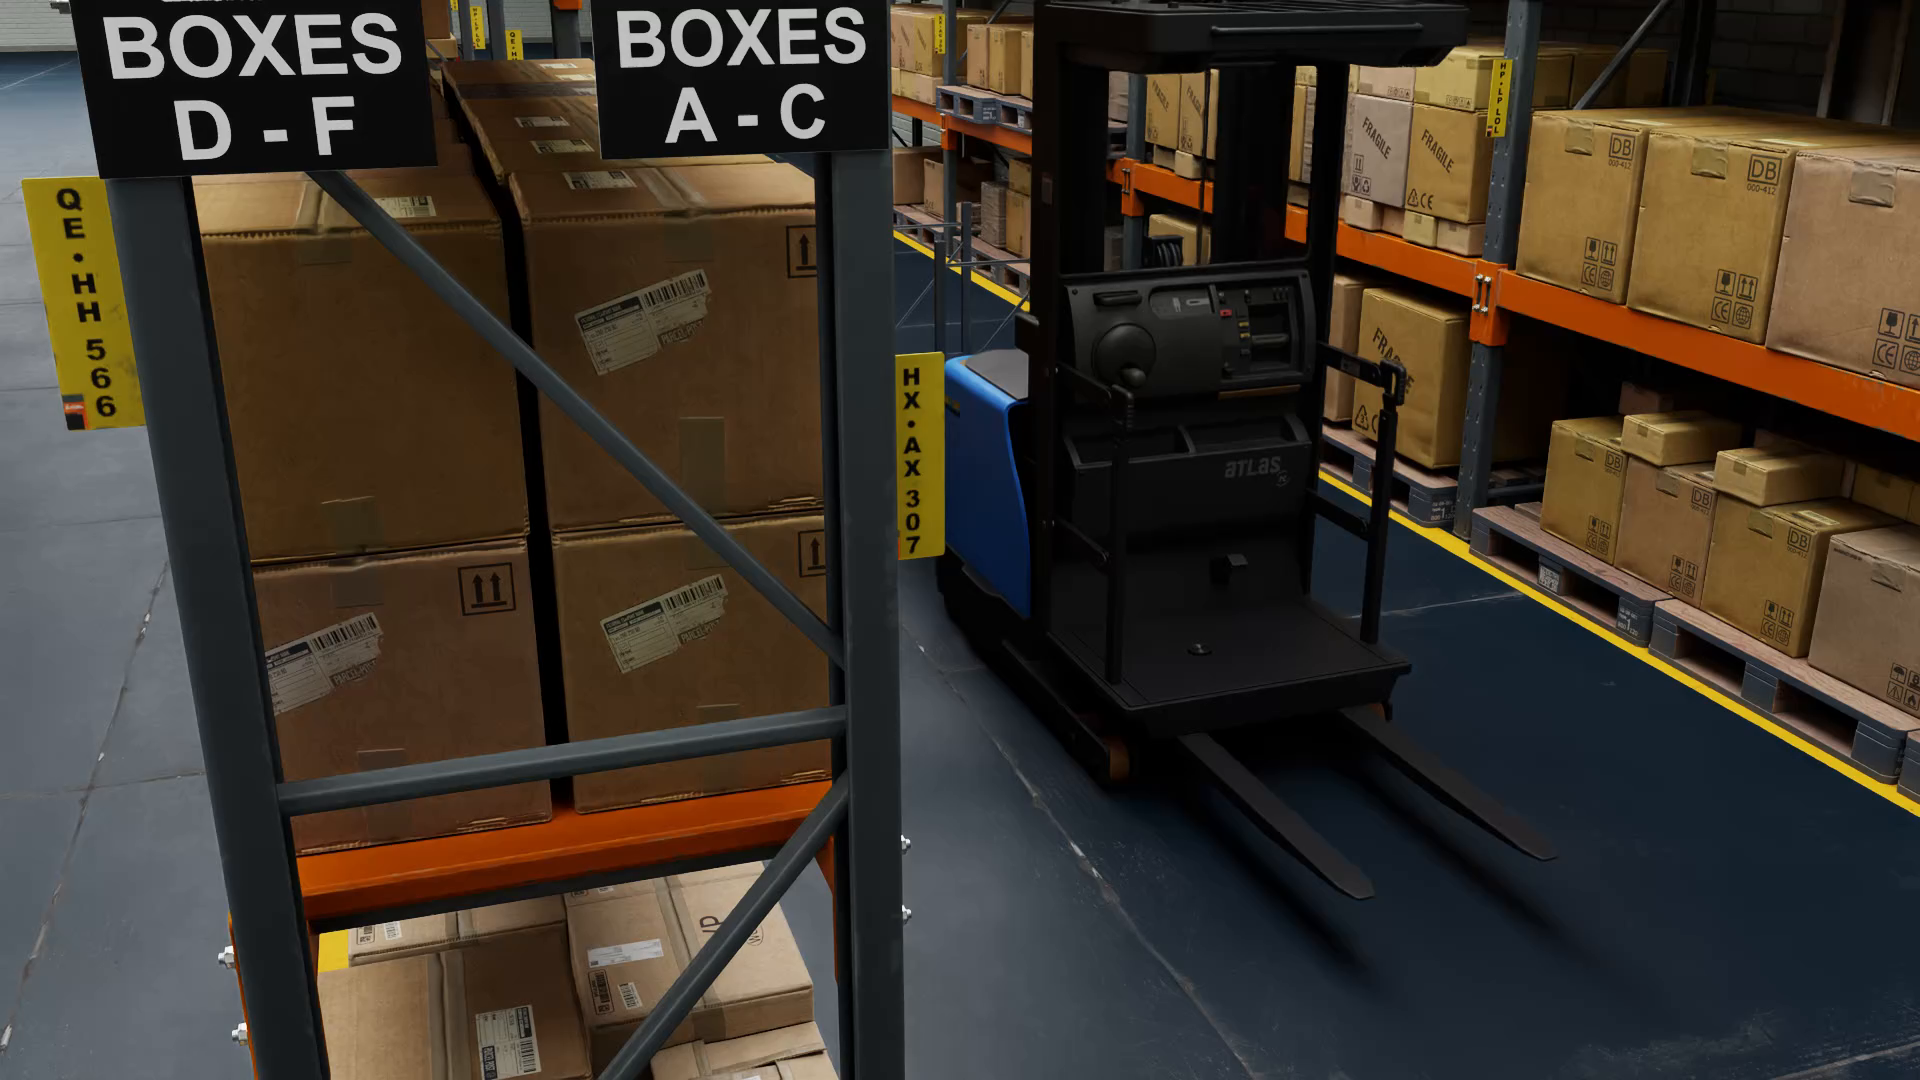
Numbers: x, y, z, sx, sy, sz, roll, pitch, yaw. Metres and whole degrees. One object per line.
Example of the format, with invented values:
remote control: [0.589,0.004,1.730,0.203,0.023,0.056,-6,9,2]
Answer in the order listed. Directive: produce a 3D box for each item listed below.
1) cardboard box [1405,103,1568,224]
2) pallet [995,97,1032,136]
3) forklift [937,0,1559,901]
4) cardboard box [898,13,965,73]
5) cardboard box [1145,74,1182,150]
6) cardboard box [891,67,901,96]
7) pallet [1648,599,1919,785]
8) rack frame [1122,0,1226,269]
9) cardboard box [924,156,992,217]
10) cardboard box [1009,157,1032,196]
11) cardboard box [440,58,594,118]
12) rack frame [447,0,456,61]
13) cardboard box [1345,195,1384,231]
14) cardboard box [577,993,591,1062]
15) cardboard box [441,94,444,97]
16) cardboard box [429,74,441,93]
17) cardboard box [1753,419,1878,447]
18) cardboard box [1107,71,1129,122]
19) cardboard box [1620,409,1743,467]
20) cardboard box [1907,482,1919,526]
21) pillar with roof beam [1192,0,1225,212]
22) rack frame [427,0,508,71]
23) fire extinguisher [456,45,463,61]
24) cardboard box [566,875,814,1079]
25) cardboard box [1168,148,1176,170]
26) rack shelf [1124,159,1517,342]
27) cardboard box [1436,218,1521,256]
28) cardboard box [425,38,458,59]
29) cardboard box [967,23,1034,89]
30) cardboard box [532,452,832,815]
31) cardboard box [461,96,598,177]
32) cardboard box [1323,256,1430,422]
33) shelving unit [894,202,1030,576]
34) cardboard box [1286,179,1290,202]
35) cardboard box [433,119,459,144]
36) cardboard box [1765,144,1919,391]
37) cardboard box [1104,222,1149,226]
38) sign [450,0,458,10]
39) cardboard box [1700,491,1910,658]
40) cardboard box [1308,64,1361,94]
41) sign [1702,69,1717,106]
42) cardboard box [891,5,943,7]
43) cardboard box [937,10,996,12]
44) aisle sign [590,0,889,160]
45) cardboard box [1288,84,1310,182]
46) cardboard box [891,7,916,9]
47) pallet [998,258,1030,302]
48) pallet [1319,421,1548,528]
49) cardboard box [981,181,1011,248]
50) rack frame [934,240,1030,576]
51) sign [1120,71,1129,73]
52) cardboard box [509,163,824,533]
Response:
cardboard box: [2.473,-1.789,7.842,0.500,0.500,0.500,-7,21,-18]
pallet: [0.939,-3.295,12.937,1.003,0.211,1.213,-6,21,-17]
forklift: [0.882,-0.710,5.557,1.130,2.935,3.031,-7,21,-19]
cardboard box: [-0.261,-4.608,15.393,0.500,0.500,0.500,-7,21,-18]
cardboard box: [1.510,-2.768,10.568,0.500,0.500,0.500,-6,21,-16]
cardboard box: [-0.415,-4.417,15.970,0.500,0.250,0.500,-7,21,-18]
pallet: [3.409,0.486,6.252,1.003,0.211,1.213,-6,21,-17]
rack frame: [1.600,-2.755,11.148,1.000,3.000,0.127,-6,21,-17]
cardboard box: [-0.021,-3.398,15.986,0.500,0.500,0.500,-8,21,-21]
cardboard box: [0.732,-3.046,13.899,0.500,0.250,0.500,-7,21,-18]
cardboard box: [-1.439,-1.326,5.545,0.500,0.500,0.500,-6,21,-17]
rack frame: [-5.616,-4.794,16.827,1.000,3.000,0.127,-6,21,-17]
cardboard box: [2.203,-1.686,8.514,0.380,0.149,0.250,-6,21,-17]
cardboard box: [-1.033,1.179,3.738,0.380,0.166,0.250,-6,21,-17]
cardboard box: [-2.458,-1.749,7.578,0.700,0.500,0.500,-12,23,-31]
cardboard box: [-1.800,-1.115,4.955,0.500,0.500,0.500,-7,21,-19]
cardboard box: [3.389,-0.361,6.601,0.380,0.149,0.250,-7,21,-19]
cardboard box: [1.443,-3.159,11.474,0.700,0.500,0.500,-9,22,-24]
cardboard box: [2.930,-0.417,6.758,0.380,0.149,0.250,-6,21,-15]
cardboard box: [3.629,-0.116,5.918,0.380,0.149,0.250,-6,21,-17]
pillar with roof beam: [-2.074,-5.630,10.278,9.100,9.000,0.400,-6,21,-17]
rack frame: [-3.101,-2.227,9.680,1.000,3.000,0.127,-6,21,-17]
fire extinguisher: [-5.212,-4.845,17.083,0.296,0.674,0.183,-6,21,-17]
cardboard box: [-0.646,1.062,3.939,0.500,0.250,0.500,-6,21,-17]
cardboard box: [1.555,-2.434,10.597,0.380,0.149,0.250,-6,21,-16]
rack shelf: [2.229,-1.774,9.483,1.077,0.370,4.000,-6,21,-17]
cardboard box: [2.482,-1.441,7.832,0.380,0.149,0.250,-6,21,-17]
cardboard box: [-4.259,-3.970,13.424,0.380,0.149,0.250,-6,21,-17]
cardboard box: [0.471,-4.125,14.166,0.700,0.500,0.500,-6,21,-17]
cardboard box: [-0.476,0.123,2.990,0.500,0.500,0.500,-6,21,-16]
cardboard box: [-0.960,-0.839,4.188,0.500,0.500,0.500,-7,21,-18]
cardboard box: [2.248,-1.137,9.203,0.750,0.750,0.750,-6,21,-16]
shelving unit: [-0.027,-0.733,7.739,0.538,1.500,1.048,-6,21,-17]
cardboard box: [1.976,-2.025,9.458,0.380,0.149,0.250,-6,21,-17]
cardboard box: [-1.315,-0.619,3.576,0.500,0.500,0.500,-6,21,-16]
cardboard box: [3.475,-0.969,5.734,0.980,0.700,0.700,-7,21,-20]
cardboard box: [1.273,-2.189,12.619,0.700,0.500,0.500,-6,21,-17]
sign: [-5.096,-5.504,16.740,0.100,0.325,0.005,-6,21,-17]
cardboard box: [3.309,0.085,6.319,0.700,0.500,0.500,-6,21,-16]
cardboard box: [2.156,-2.472,8.634,0.500,0.250,0.500,-6,21,-16]
sign: [3.384,-1.975,7.581,0.100,0.325,0.005,-6,21,-17]
cardboard box: [-0.415,-5.322,17.380,0.500,0.500,0.500,-6,21,-16]
cardboard box: [0.083,-4.830,16.009,0.500,0.500,0.500,-6,21,-16]
aisle sign: [-0.287,-0.893,2.119,0.394,0.787,0.004,-6,21,-17]
cardboard box: [1.992,-2.273,9.191,0.500,0.500,0.500,-6,21,-16]
cardboard box: [-0.747,-5.102,16.768,0.500,0.500,0.500,-7,21,-19]
pallet: [0.976,-2.084,13.407,1.003,0.211,1.213,-6,21,-17]
pallet: [2.543,-0.398,8.713,1.003,0.211,1.213,-6,21,-17]
cardboard box: [0.590,-2.835,14.418,0.700,0.500,0.500,-6,21,-15]
rack frame: [0.133,-0.570,7.285,0.500,1.500,0.032,-6,21,-17]
sign: [1.088,-3.202,10.797,0.100,0.325,0.005,-6,21,-17]
cardboard box: [-0.476,-0.348,2.821,0.500,0.500,0.500,-6,21,-16]
